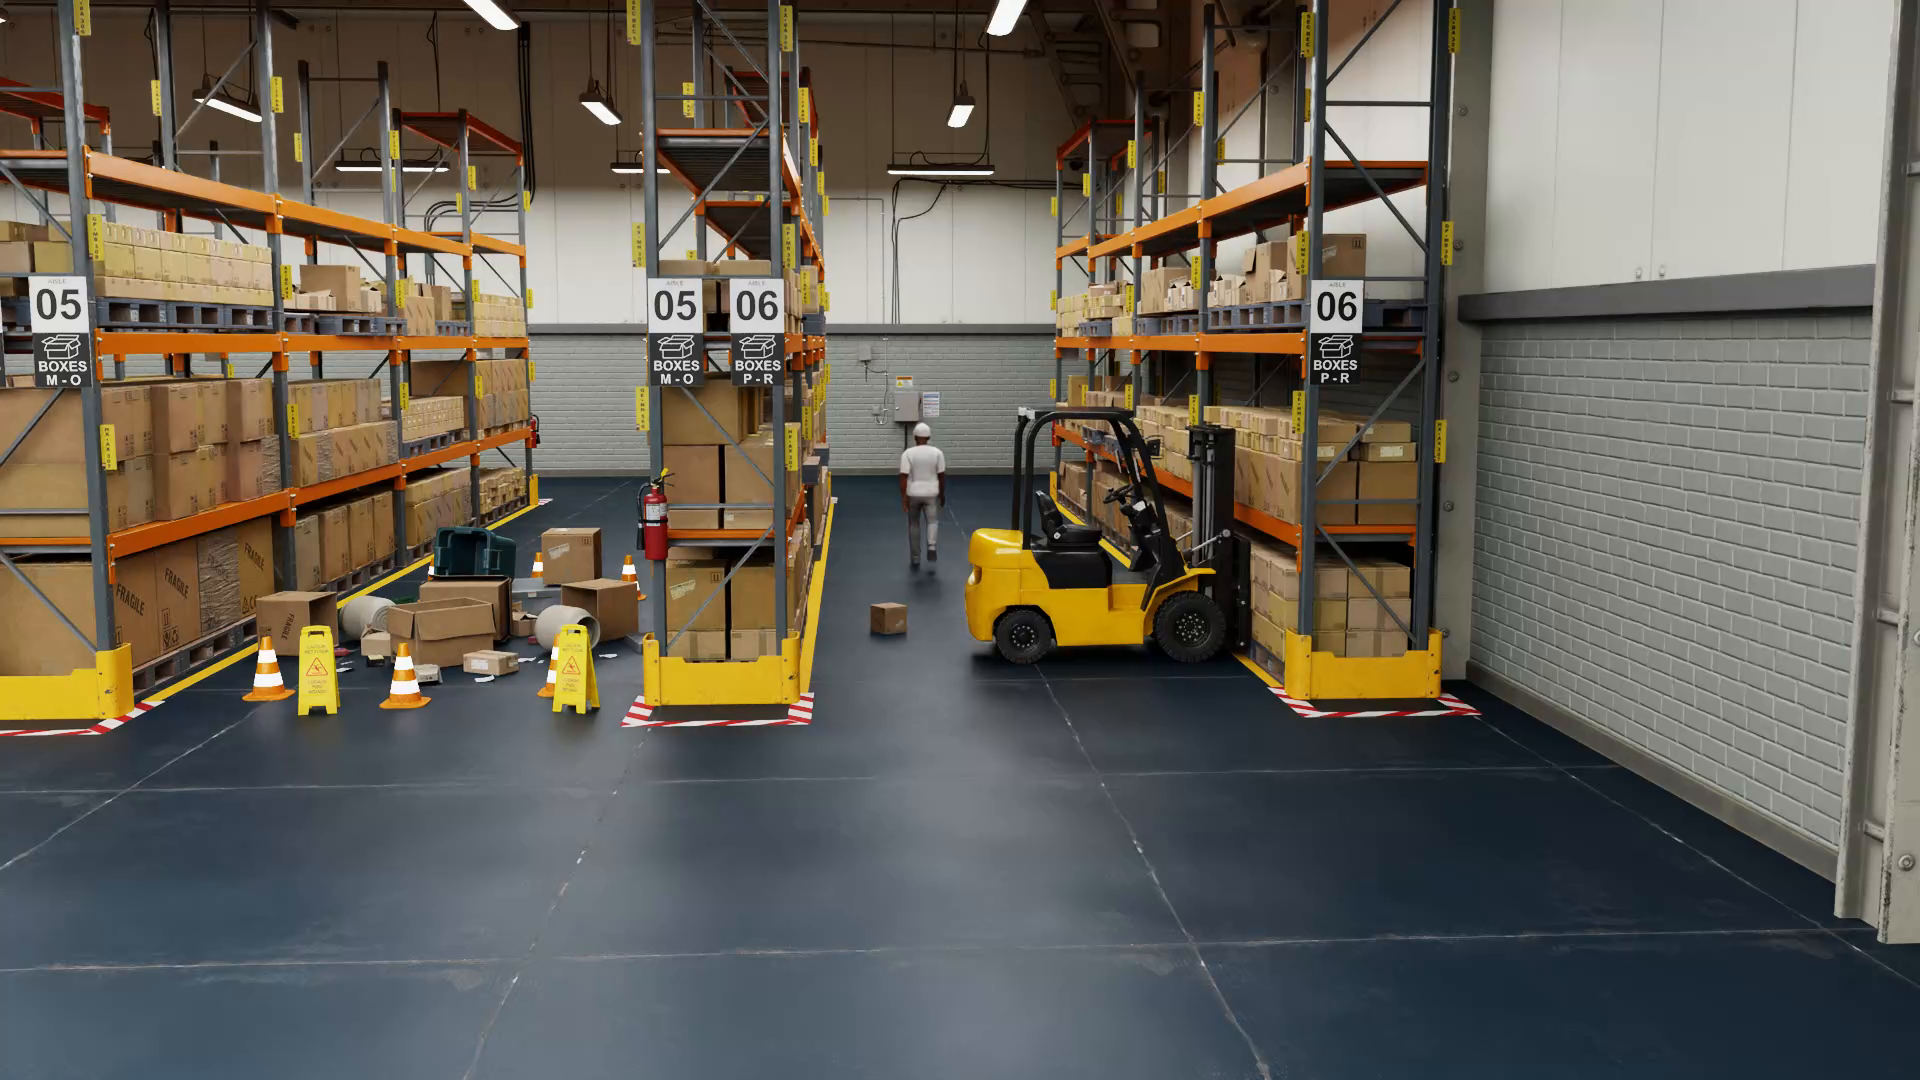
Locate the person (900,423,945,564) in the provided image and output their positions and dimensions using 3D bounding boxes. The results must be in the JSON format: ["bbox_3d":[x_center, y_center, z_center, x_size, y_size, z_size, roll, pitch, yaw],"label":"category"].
[{"bbox_3d":[-0.454,-0.549,20.196,0.557,1.737,0.872,0,7,-2],"label":"person"}]
